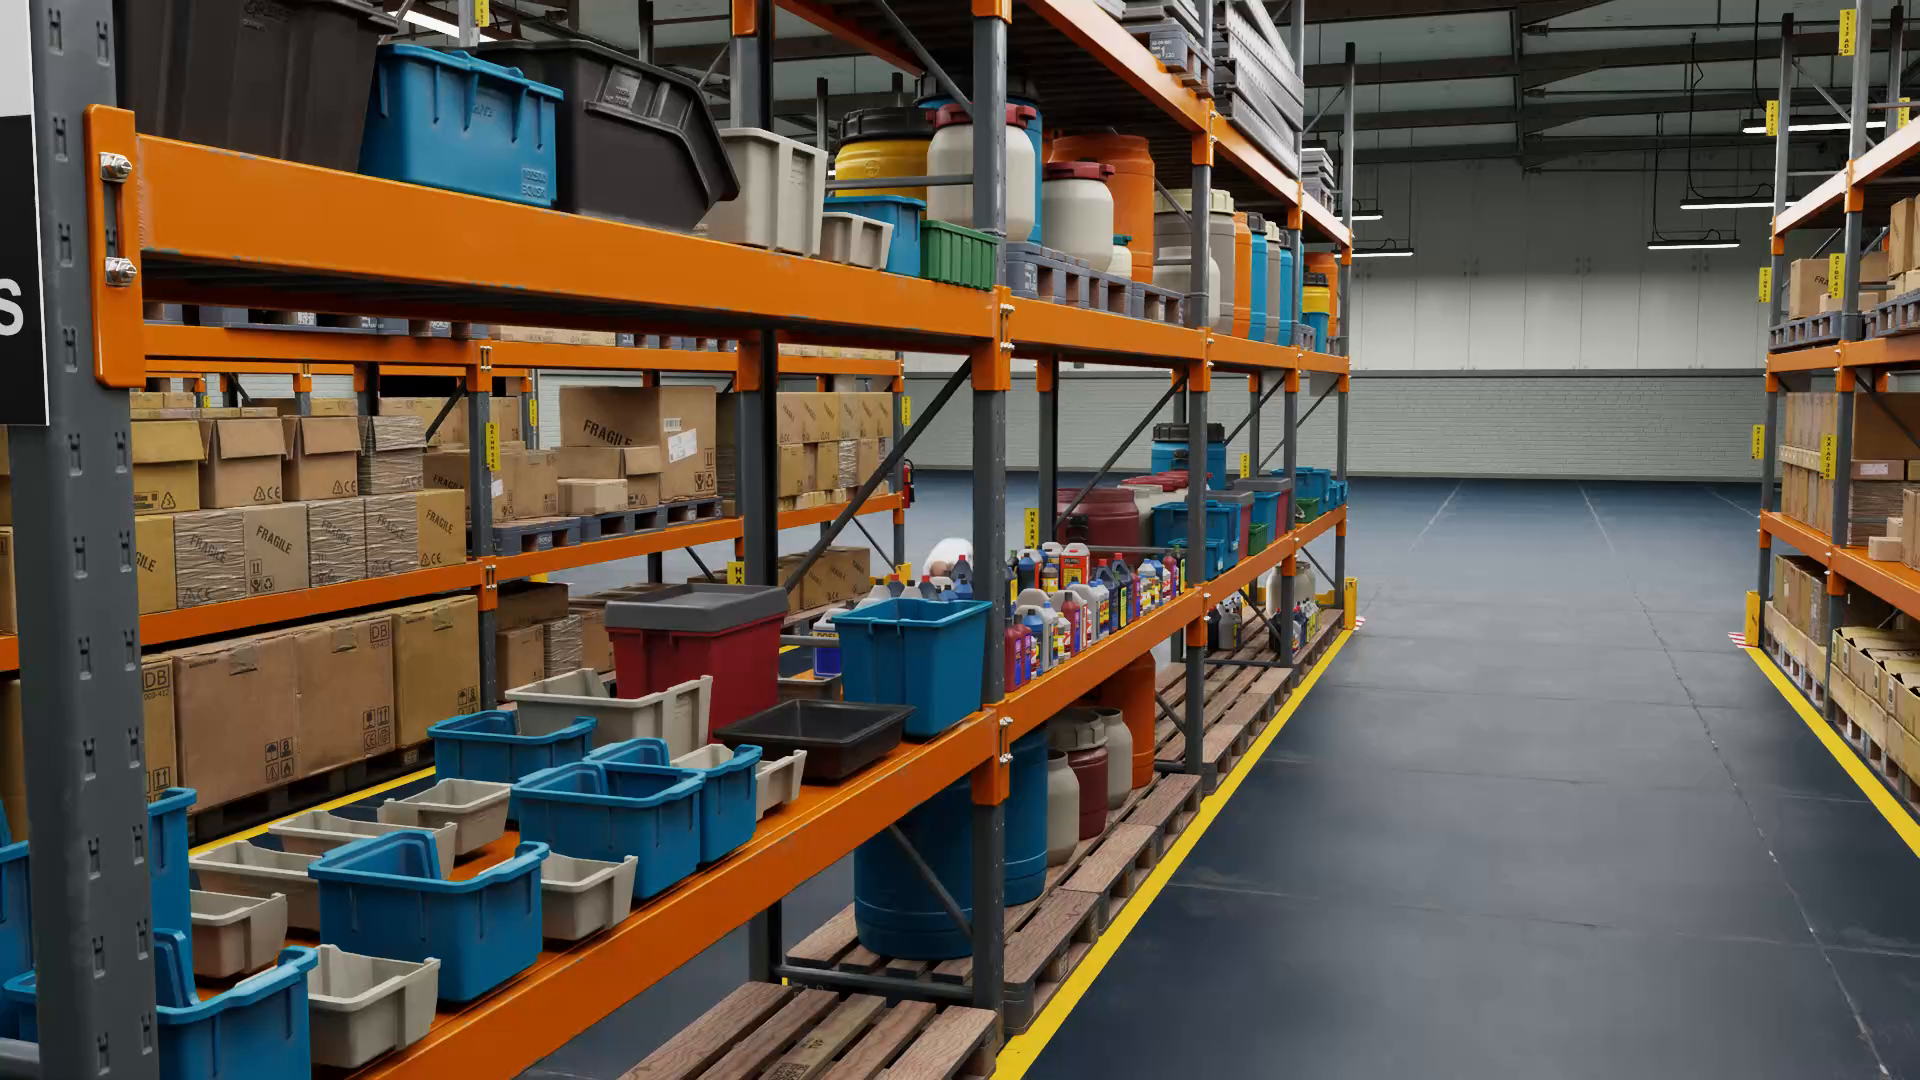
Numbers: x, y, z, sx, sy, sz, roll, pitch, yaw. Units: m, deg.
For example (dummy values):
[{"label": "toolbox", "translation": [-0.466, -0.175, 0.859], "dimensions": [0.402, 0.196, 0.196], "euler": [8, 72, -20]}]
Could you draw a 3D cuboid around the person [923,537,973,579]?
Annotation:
[{"label": "person", "translation": [-0.101, 0.464, 17.075], "dimensions": [0.590, 0.952, 0.946], "euler": [1, 5, 16]}]
